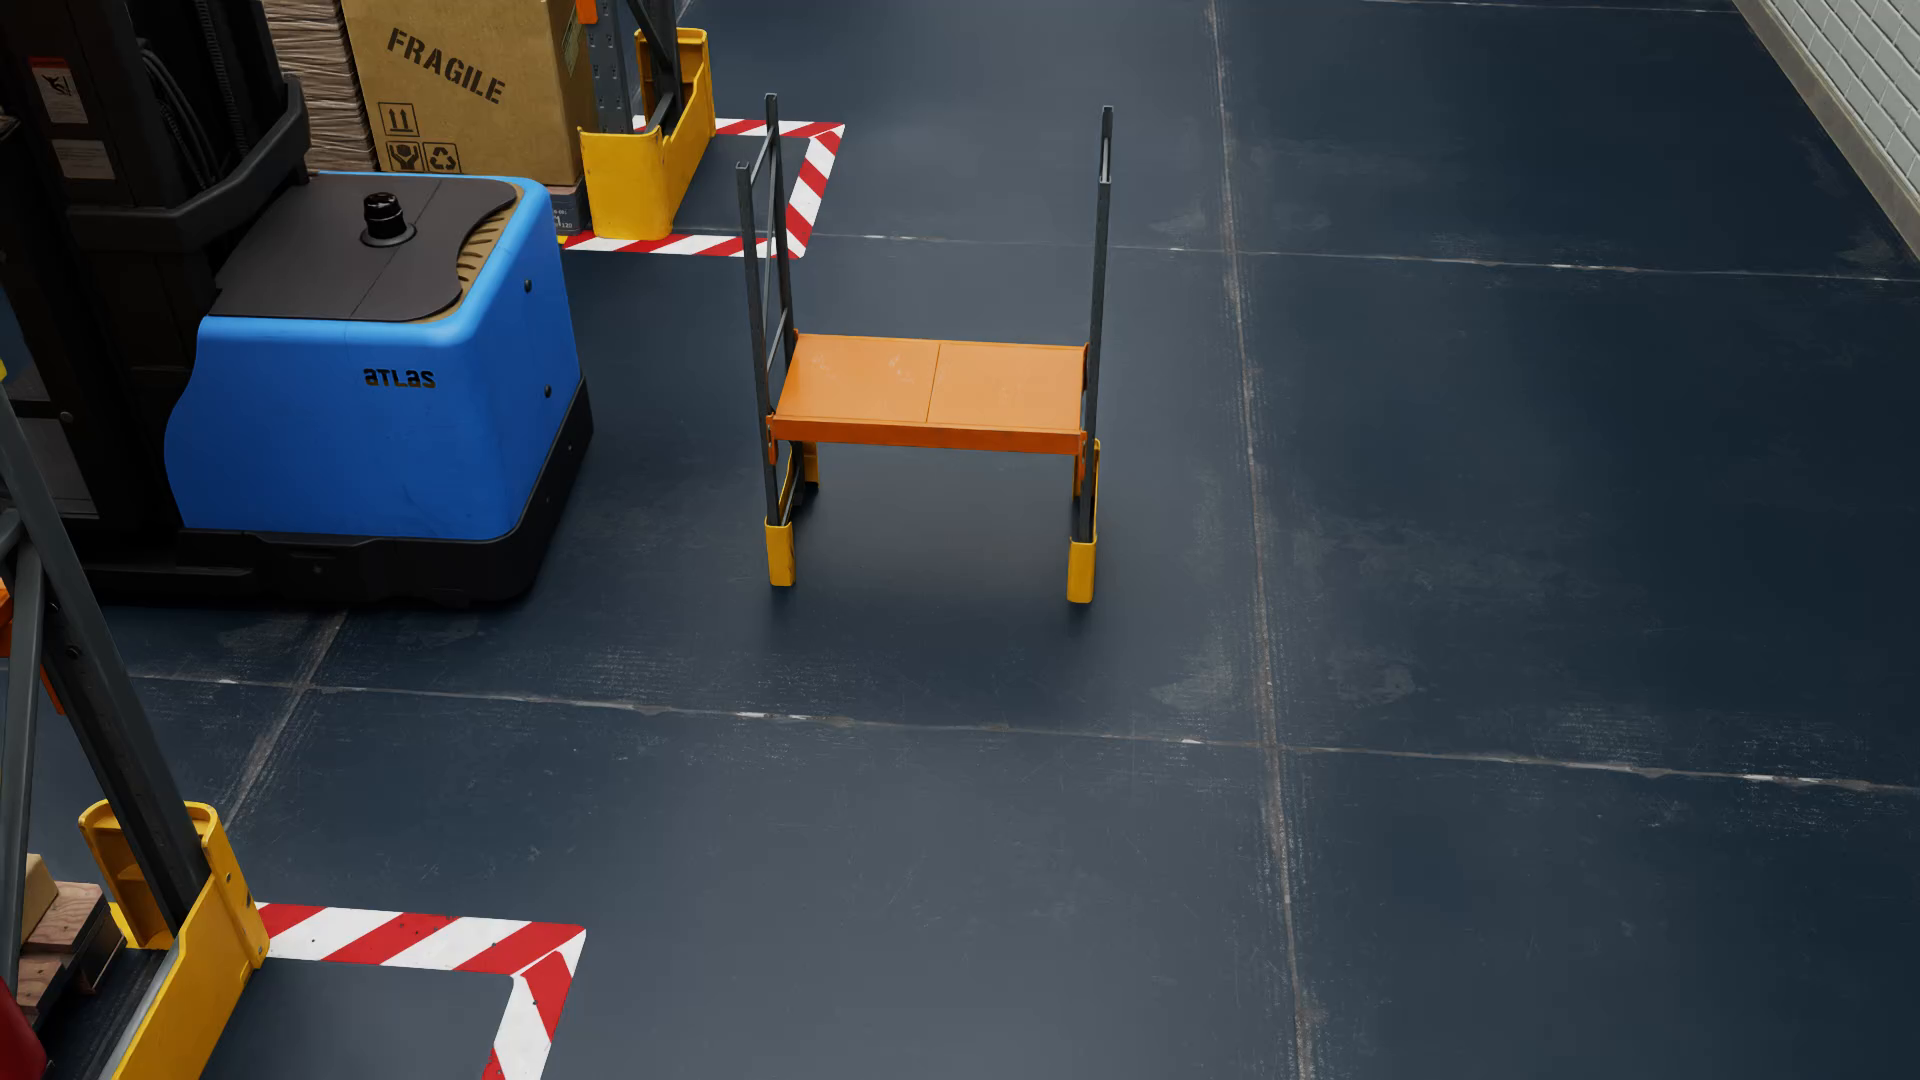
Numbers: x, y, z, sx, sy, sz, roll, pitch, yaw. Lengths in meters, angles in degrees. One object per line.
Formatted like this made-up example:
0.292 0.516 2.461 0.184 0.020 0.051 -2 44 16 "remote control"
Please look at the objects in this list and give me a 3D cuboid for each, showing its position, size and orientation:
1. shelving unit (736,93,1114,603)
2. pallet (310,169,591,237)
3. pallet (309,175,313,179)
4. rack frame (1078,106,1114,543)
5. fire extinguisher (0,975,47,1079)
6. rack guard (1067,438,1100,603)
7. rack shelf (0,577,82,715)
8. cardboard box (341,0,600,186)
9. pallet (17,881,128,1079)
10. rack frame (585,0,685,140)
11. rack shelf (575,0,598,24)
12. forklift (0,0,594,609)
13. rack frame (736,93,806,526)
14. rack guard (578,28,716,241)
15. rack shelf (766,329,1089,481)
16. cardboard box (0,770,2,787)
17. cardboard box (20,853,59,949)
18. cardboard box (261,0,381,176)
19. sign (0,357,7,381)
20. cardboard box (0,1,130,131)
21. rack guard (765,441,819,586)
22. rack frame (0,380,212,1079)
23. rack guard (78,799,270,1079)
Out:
-0.076 -0.586 5.282 1.083 1.500 0.587 3 39 4 "shelving unit"
-2.250 -1.779 7.769 1.213 0.211 1.003 3 39 4 "pallet"
-3.462 -1.848 7.853 1.213 0.211 1.003 3 39 4 "pallet"
0.421 -0.559 5.248 0.032 1.500 0.500 3 39 4 "rack frame"
-1.764 0.726 2.839 0.183 0.674 0.296 3 39 4 "fire extinguisher"
0.420 -0.074 5.643 0.087 0.250 0.587 3 39 4 "rack guard"
-3.968 0.417 3.431 4.000 0.370 1.077 3 39 4 "rack shelf"
-2.091 -2.190 7.415 0.875 0.875 0.875 3 39 4 "cardboard box"
-2.858 1.258 4.037 1.213 0.211 1.003 3 39 4 "pallet"
-1.447 -2.867 6.896 0.127 3.000 1.000 3 39 4 "rack frame"
-3.440 -2.697 7.257 4.000 0.370 1.077 3 39 4 "rack shelf"
-2.889 -1.275 4.994 3.031 2.935 1.130 2 39 3 "forklift"
-0.591 -0.614 5.316 0.032 1.500 0.500 3 39 4 "rack frame"
-1.423 -1.896 7.683 0.348 0.500 1.175 3 39 4 "rack guard"
-0.085 -0.447 5.396 1.000 0.185 0.538 3 39 4 "rack shelf"
-2.468 0.717 3.947 0.250 0.149 0.380 1 39 2 "cardboard box"
-2.470 0.960 4.120 0.250 0.149 0.380 4 39 5 "cardboard box"
-2.998 -2.240 7.476 0.875 0.875 0.875 3 39 4 "cardboard box"
-1.929 -0.430 3.216 0.005 0.325 0.100 3 39 4 "sign"
-3.885 -2.288 7.535 0.875 0.875 0.875 3 39 4 "cardboard box"
-0.572 -0.128 5.710 0.087 0.250 0.587 3 39 4 "rack guard"
-1.976 0.247 3.070 0.127 3.000 1.000 3 39 4 "rack frame"
-2.051 1.213 3.864 0.348 0.500 1.175 3 39 4 "rack guard"
